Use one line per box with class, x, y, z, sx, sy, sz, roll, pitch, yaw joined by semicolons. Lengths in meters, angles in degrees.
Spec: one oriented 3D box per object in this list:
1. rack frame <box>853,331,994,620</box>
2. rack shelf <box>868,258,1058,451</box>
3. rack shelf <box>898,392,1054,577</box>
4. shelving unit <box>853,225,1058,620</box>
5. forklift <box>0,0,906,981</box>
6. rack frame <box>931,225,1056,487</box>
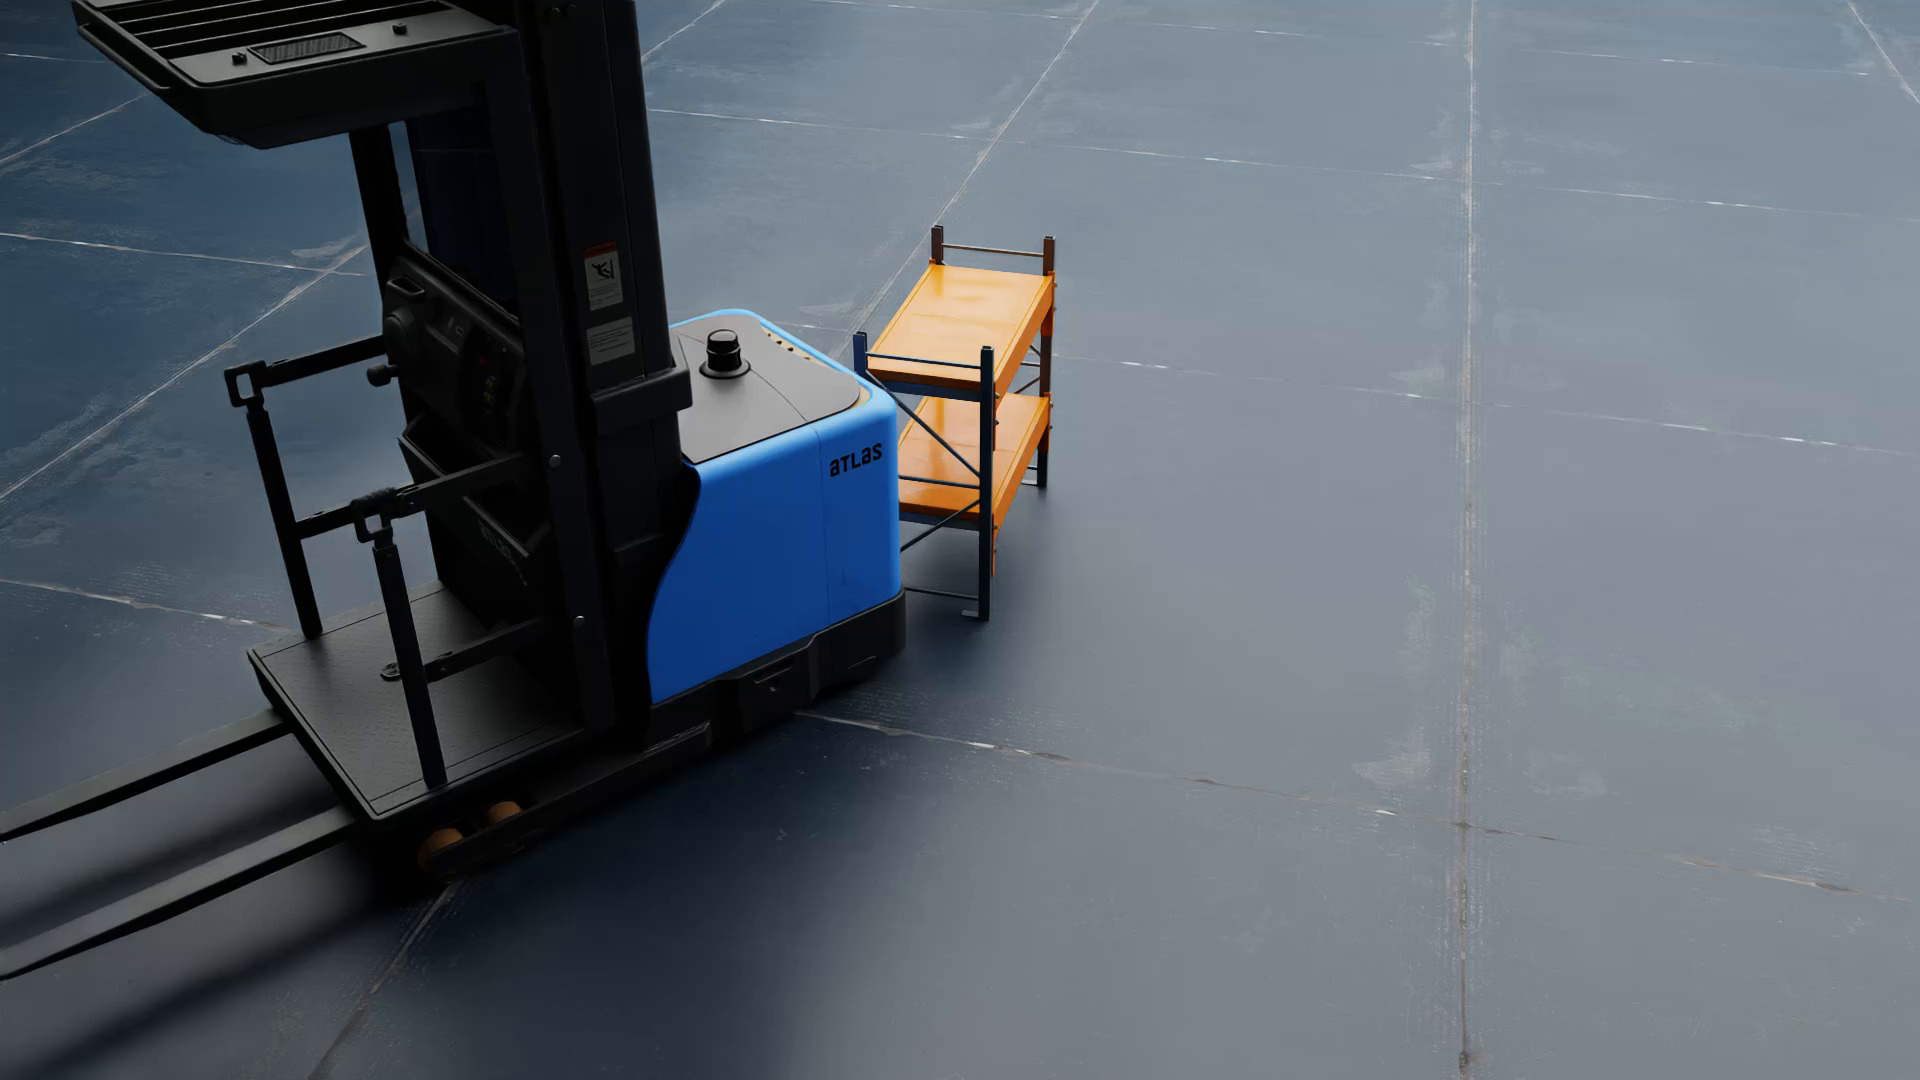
rack frame;-0.127;-0.214;6.039;0.500;1.125;0.032;8;33;12
rack shelf;0.002;-0.725;6.297;0.538;0.278;1.000;8;33;12
rack shelf;0.002;-0.272;6.585;0.538;0.278;1.000;8;33;12
shelving unit;0.002;-0.478;6.454;0.538;1.125;1.048;8;33;12
forklift;-1.660;-0.506;4.815;3.031;2.935;1.130;-23;39;-32
rack frame;0.131;-0.742;6.869;0.500;1.125;0.032;8;33;12
